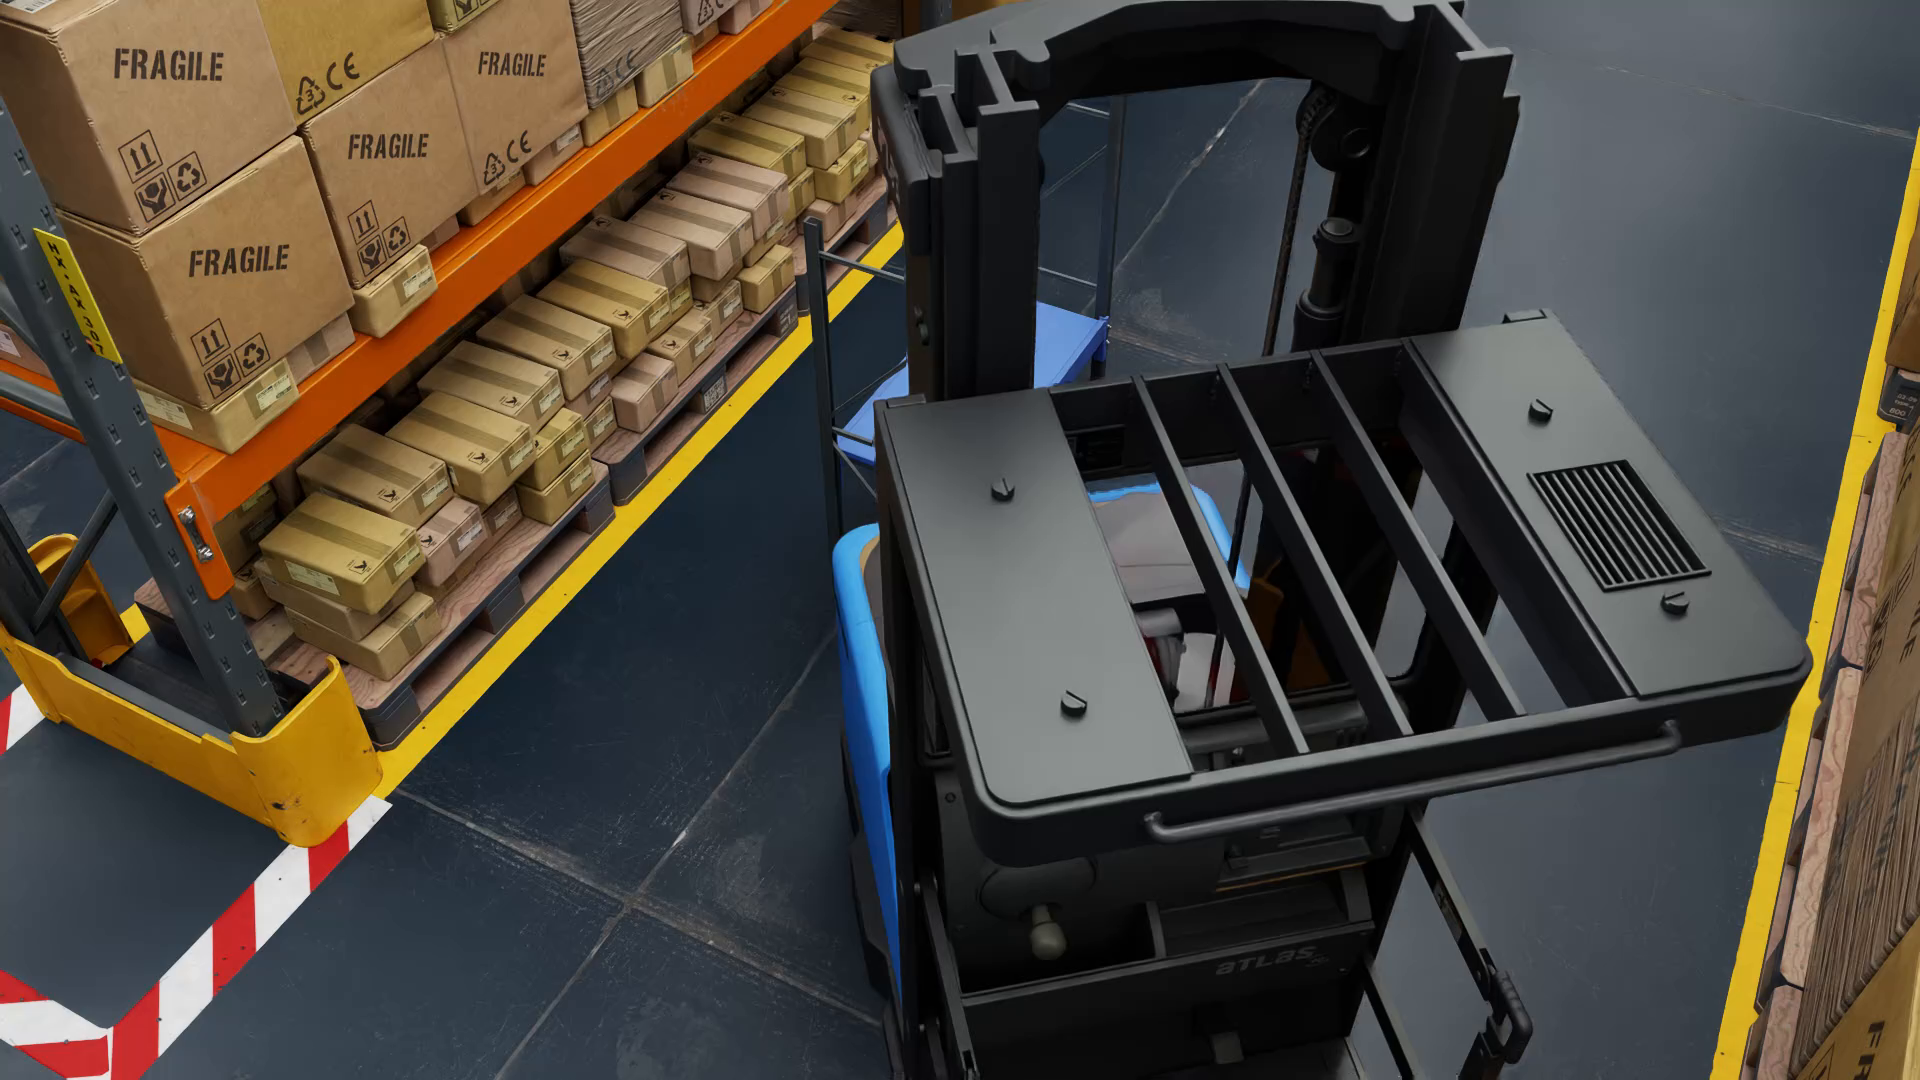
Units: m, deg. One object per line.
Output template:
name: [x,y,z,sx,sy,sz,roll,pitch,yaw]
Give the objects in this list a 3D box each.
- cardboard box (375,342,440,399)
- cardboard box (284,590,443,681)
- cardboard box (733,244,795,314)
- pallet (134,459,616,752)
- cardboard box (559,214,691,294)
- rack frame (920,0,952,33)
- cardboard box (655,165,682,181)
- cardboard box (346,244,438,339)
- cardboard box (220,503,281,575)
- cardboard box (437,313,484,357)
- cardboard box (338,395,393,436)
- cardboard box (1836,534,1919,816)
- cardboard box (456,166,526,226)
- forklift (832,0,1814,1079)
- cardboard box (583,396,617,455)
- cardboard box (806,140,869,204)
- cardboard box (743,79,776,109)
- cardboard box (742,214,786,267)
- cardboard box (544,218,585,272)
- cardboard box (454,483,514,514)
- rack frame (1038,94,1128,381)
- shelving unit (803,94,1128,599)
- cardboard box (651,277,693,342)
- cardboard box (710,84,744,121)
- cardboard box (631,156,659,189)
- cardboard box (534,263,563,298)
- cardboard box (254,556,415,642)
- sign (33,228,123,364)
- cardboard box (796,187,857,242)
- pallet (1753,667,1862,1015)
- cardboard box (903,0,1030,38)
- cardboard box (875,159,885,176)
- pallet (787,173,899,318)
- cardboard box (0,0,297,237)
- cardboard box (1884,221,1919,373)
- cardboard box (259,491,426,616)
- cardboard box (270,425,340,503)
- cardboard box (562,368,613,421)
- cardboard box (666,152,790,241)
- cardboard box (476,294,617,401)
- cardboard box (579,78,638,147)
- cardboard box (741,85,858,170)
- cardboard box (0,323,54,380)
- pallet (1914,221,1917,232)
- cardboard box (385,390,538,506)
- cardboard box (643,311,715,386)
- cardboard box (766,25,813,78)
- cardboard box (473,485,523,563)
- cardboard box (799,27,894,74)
cardboard box: [-1.986,-0.649,5.574,0.380,0.149,0.250,19,48,18]
cardboard box: [-1.832,0.239,5.114,0.380,0.149,0.250,21,49,20]
cardboard box: [-0.863,-1.045,6.383,0.380,0.149,0.250,20,49,19]
pallet: [-1.915,0.041,5.561,1.003,0.211,1.213,20,49,19]
cardboard box: [-1.189,-0.989,5.909,0.380,0.149,0.250,21,49,19]
rack frame: [-0.502,-2.911,6.518,1.000,3.000,0.127,20,49,19]
cardboard box: [-1.201,-1.515,6.638,0.380,0.149,0.250,18,48,17]
cardboard box: [-1.664,-0.724,4.533,0.380,0.149,0.250,19,48,18]
cardboard box: [-2.367,-0.068,5.208,0.380,0.149,0.250,19,48,18]
cardboard box: [-1.898,-0.726,5.859,0.380,0.149,0.250,21,49,20]
cardboard box: [-2.127,-0.396,5.532,0.380,0.149,0.250,19,48,17]
cardboard box: [3.049,0.346,4.498,0.875,0.875,0.875,20,49,19]
cardboard box: [-1.518,-1.096,4.900,0.380,0.149,0.250,20,49,19]
forklift: [0.464,0.648,3.048,1.130,2.935,3.031,-9,46,-8]
cardboard box: [-1.424,-0.428,5.774,0.380,0.149,0.250,21,49,19]
cardboard box: [-0.590,-1.508,6.632,0.380,0.149,0.250,19,48,18]
cardboard box: [-0.992,-1.849,6.969,0.380,0.149,0.250,21,49,19]
cardboard box: [-0.894,-1.216,6.342,0.380,0.149,0.250,22,49,20]
cardboard box: [-1.594,-1.141,6.059,0.380,0.149,0.250,21,49,19]
cardboard box: [-1.676,-0.224,5.362,0.380,0.149,0.250,21,49,20]
rack frame: [0.276,-0.901,5.586,0.500,1.500,0.032,20,49,19]
shelving unit: [0.040,-0.581,5.270,0.538,1.500,1.048,20,49,19]
cardboard box: [-1.198,-0.899,6.030,0.380,0.149,0.250,23,50,21]
cardboard box: [-1.100,-1.787,6.698,0.380,0.149,0.250,20,49,19]
cardboard box: [-1.391,-1.482,6.397,0.380,0.149,0.250,21,49,20]
cardboard box: [-1.659,-1.064,6.193,0.380,0.149,0.250,21,49,19]
cardboard box: [-1.888,0.114,5.029,0.380,0.149,0.250,22,49,21]
sign: [-1.878,-0.516,3.542,0.100,0.325,0.005,20,49,19]
cardboard box: [-0.643,-1.373,6.707,0.380,0.149,0.250,19,48,18]
pallet: [2.857,0.995,4.618,1.003,0.211,1.213,20,49,19]
cardboard box: [0.076,-2.558,7.631,0.500,0.500,0.500,22,49,21]
cardboard box: [-0.382,-1.697,7.027,0.380,0.149,0.250,21,49,20]
pallet: [-0.783,-1.496,7.080,1.003,0.211,1.213,20,49,19]
cardboard box: [-1.915,-1.077,3.723,0.500,0.500,0.500,20,49,19]
cardboard box: [4.124,-1.020,5.848,1.225,0.875,0.875,21,49,19]
cardboard box: [-1.815,0.037,4.896,0.380,0.149,0.250,18,48,17]
cardboard box: [-2.170,-0.302,5.230,0.380,0.149,0.250,21,49,20]
cardboard box: [-1.422,-0.548,5.682,0.380,0.149,0.250,18,48,17]
cardboard box: [-0.863,-1.283,6.200,0.380,0.149,0.250,18,48,17]
cardboard box: [-1.384,-0.648,5.573,0.380,0.149,0.250,22,49,21]
cardboard box: [-1.239,-1.398,5.199,0.380,0.149,0.250,22,49,20]
cardboard box: [-0.629,-1.622,6.535,0.380,0.149,0.250,20,49,19]
cardboard box: [-2.458,-0.601,4.412,0.380,0.149,0.250,21,49,19]
pallet: [4.701,-1.512,7.096,1.003,0.211,1.213,20,49,19]
cardboard box: [-1.563,-0.293,5.222,0.380,0.149,0.250,20,49,19]
cardboard box: [-1.126,-0.740,6.081,0.380,0.149,0.250,20,49,19]
cardboard box: [-0.845,-2.117,7.024,0.380,0.149,0.250,22,49,21]
cardboard box: [-1.674,-0.111,5.460,0.380,0.149,0.250,21,49,19]
cardboard box: [-0.437,-1.955,6.864,0.380,0.149,0.250,22,49,20]
